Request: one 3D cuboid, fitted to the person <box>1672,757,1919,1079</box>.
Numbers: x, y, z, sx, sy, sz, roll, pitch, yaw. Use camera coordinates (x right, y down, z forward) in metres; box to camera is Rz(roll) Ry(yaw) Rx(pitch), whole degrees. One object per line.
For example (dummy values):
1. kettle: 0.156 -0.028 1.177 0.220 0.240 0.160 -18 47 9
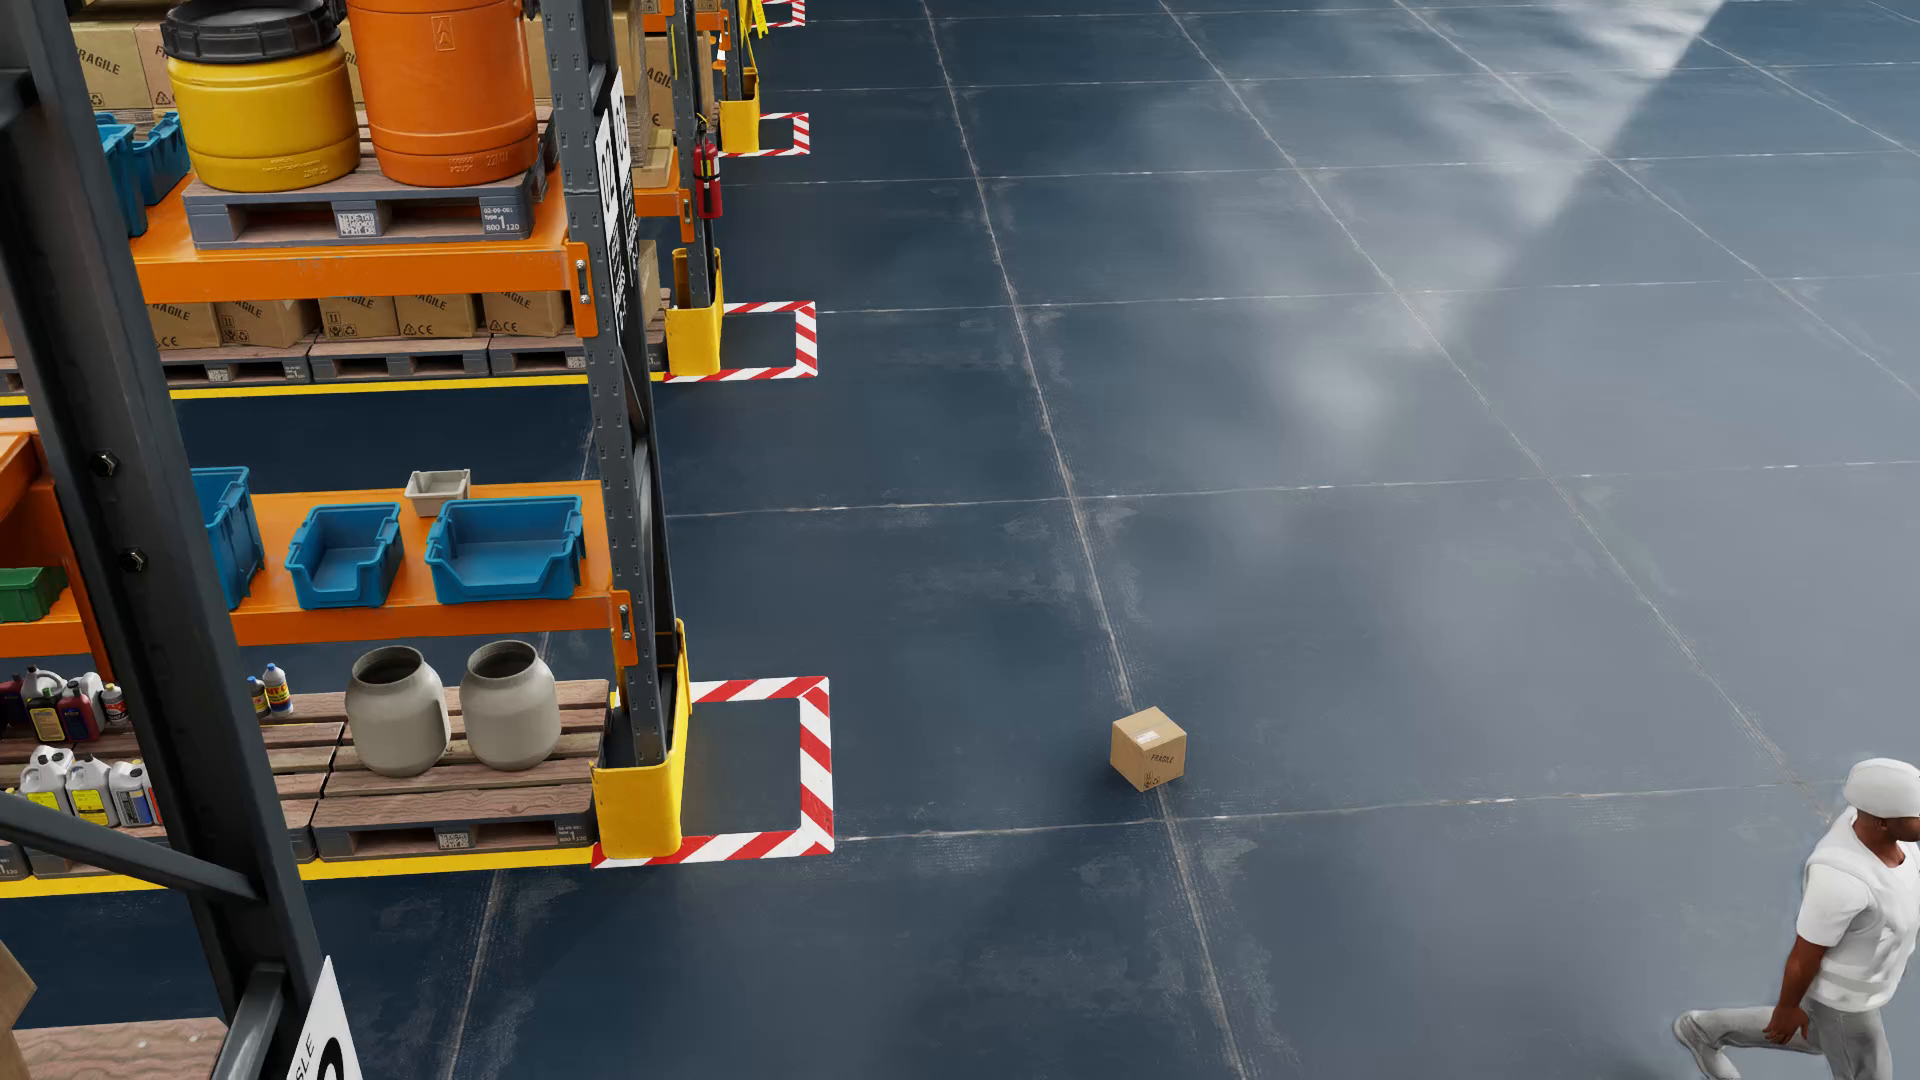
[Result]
1. person: 2.961 1.440 5.607 0.898 1.738 0.584 24 39 34
